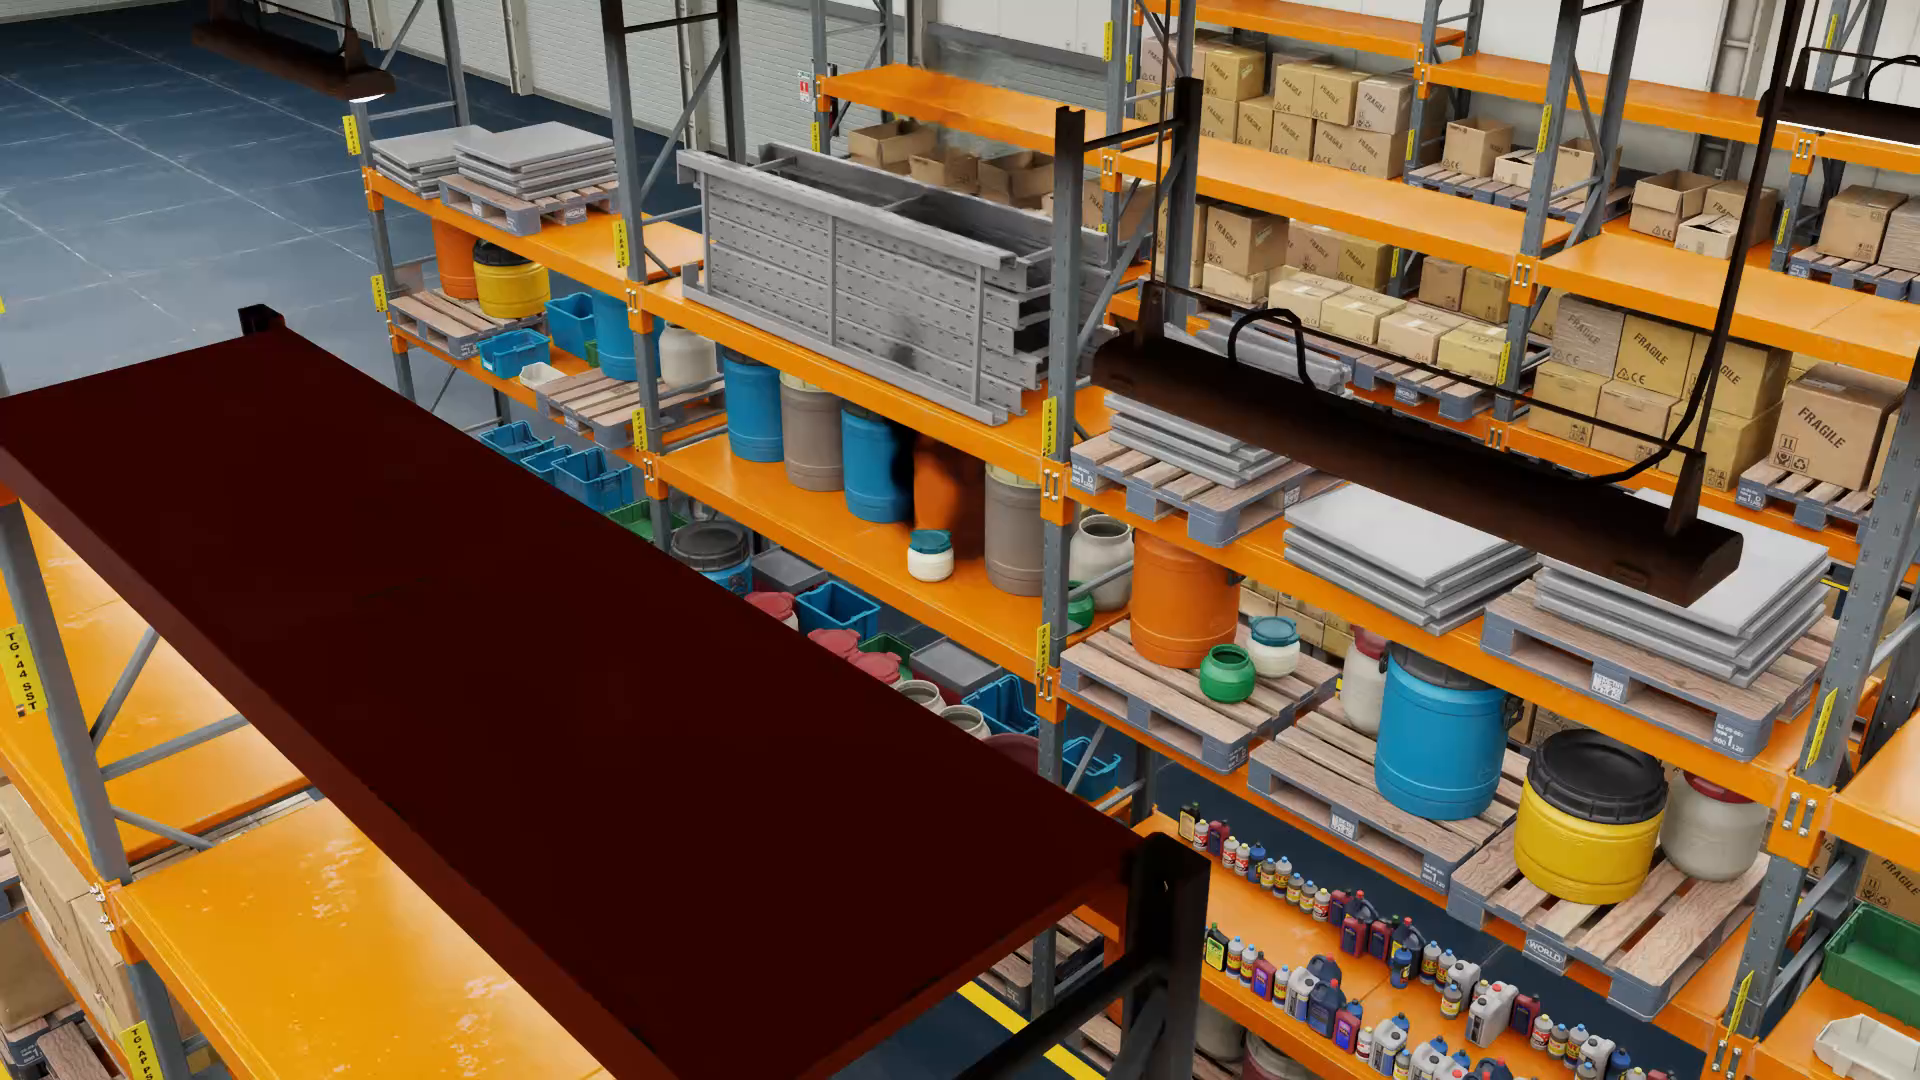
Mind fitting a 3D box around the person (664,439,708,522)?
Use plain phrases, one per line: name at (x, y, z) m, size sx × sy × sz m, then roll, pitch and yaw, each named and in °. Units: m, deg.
person at (-2.624, -0.539, 16.080) m, size 0.915 × 1.705 × 0.616 m, roll 18°, pitch 33°, yaw 31°
